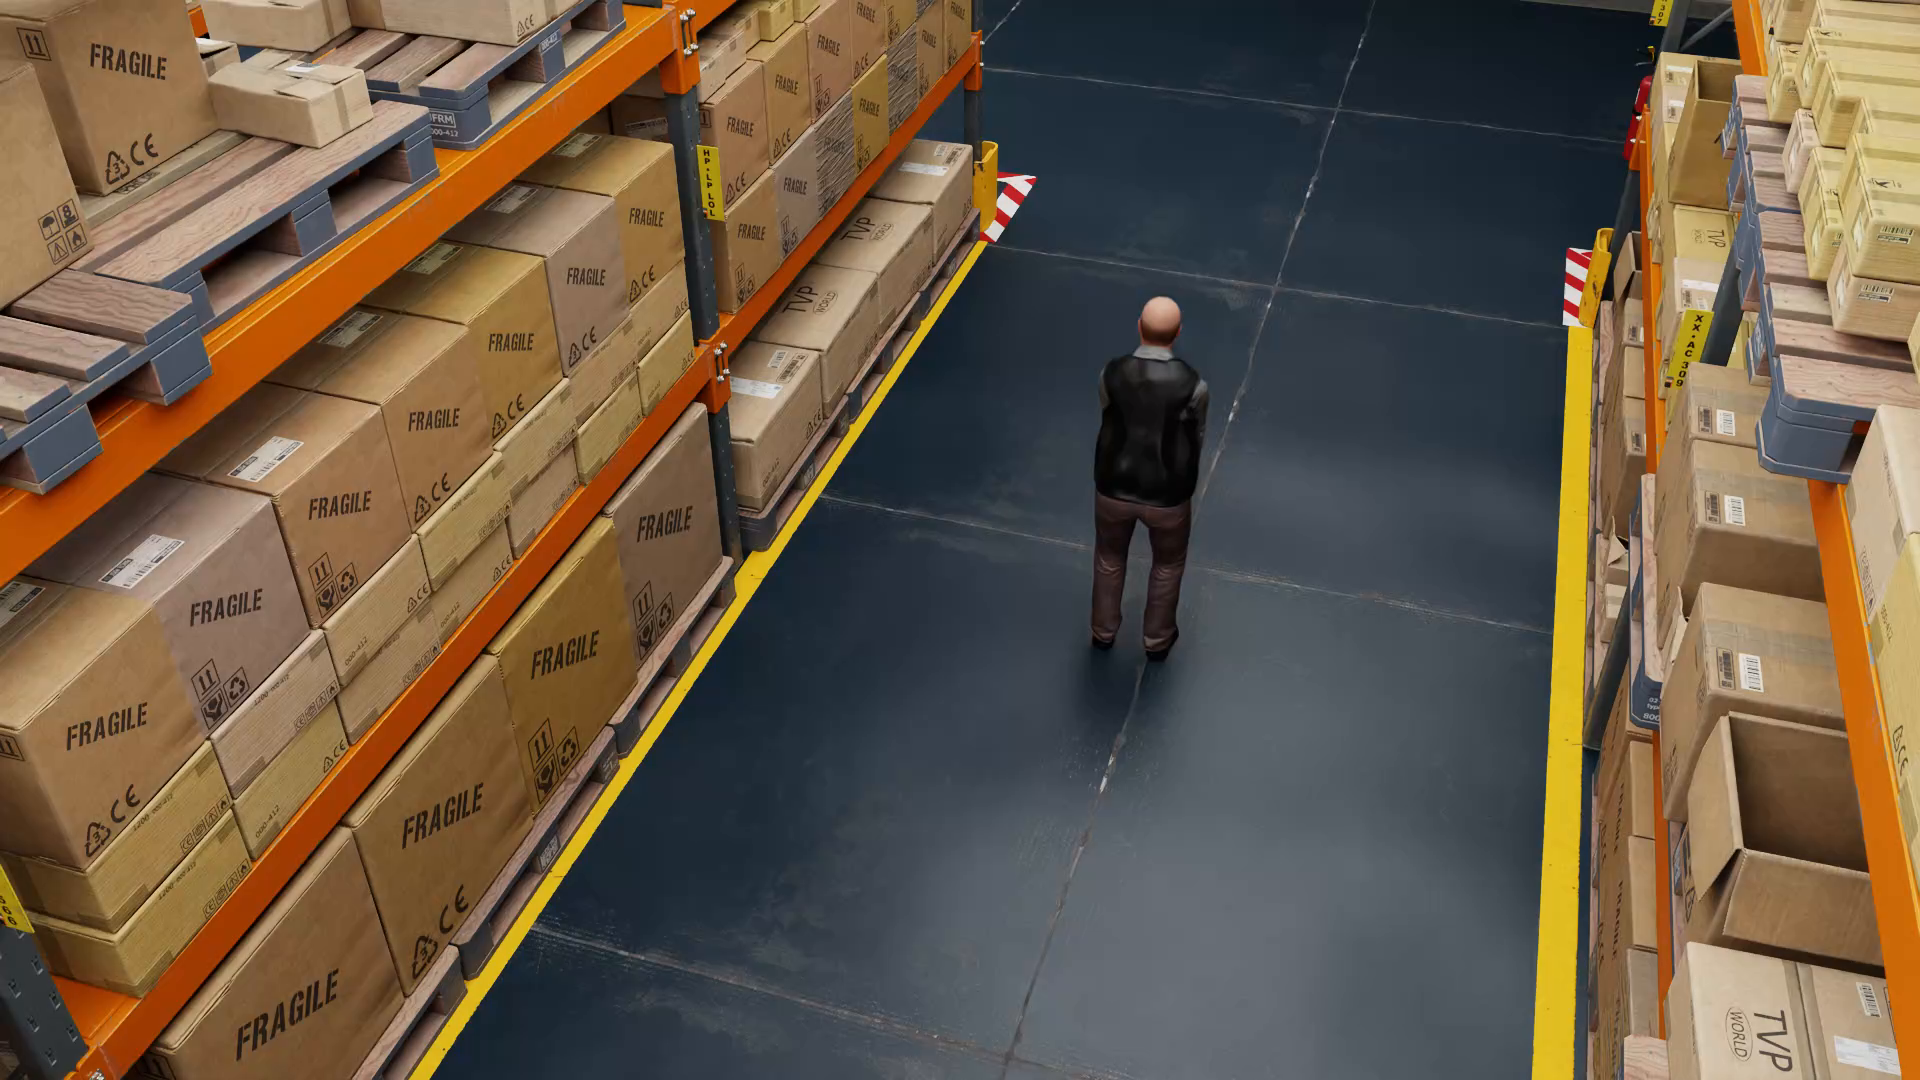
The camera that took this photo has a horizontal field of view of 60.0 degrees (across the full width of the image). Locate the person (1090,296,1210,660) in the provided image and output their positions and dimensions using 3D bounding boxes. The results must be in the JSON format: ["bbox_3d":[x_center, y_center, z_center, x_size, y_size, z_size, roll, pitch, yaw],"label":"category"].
[{"bbox_3d":[0.815,-0.272,7.306,0.479,1.691,0.572,10,38,13],"label":"person"}]
